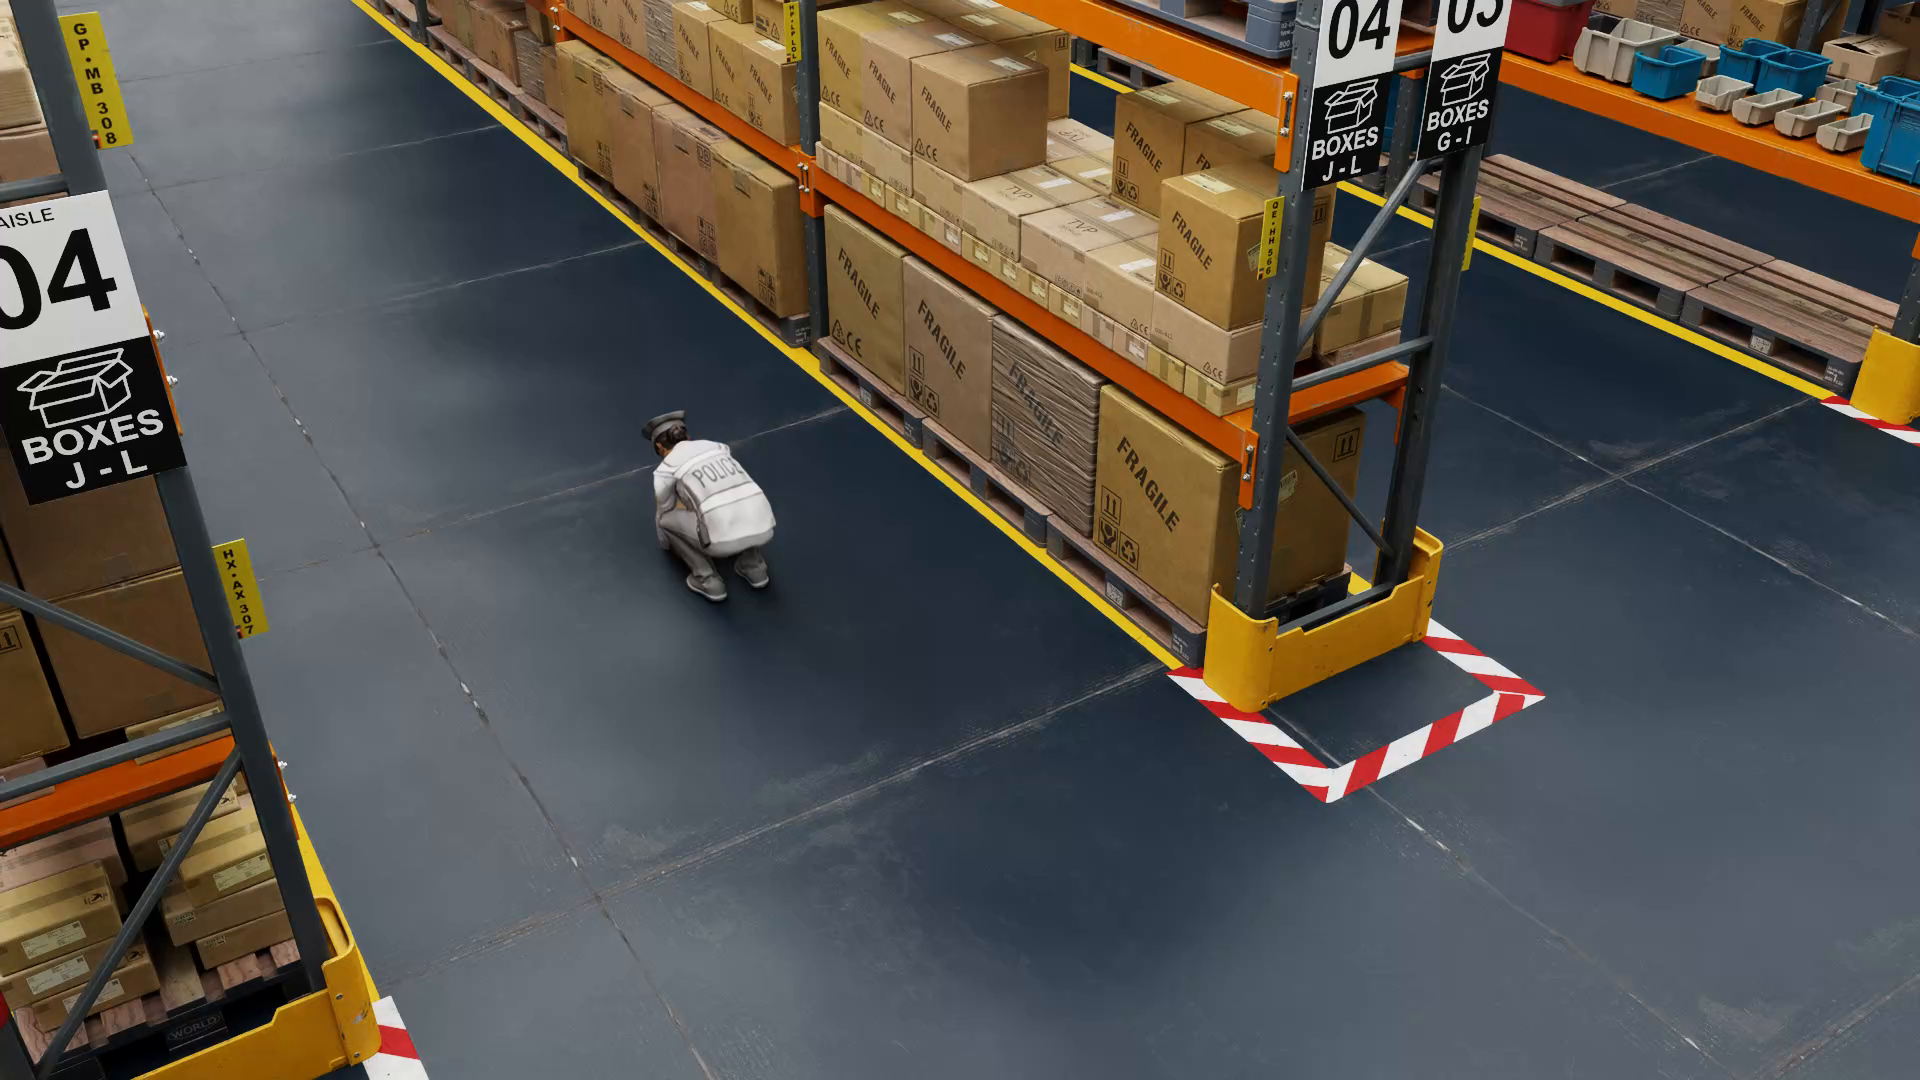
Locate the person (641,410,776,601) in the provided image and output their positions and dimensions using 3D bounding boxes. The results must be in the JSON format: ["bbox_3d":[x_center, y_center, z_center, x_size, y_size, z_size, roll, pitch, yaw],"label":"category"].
[{"bbox_3d":[-1.254,-0.153,8.263,0.474,0.853,0.886,-20,38,-27],"label":"person"}]
